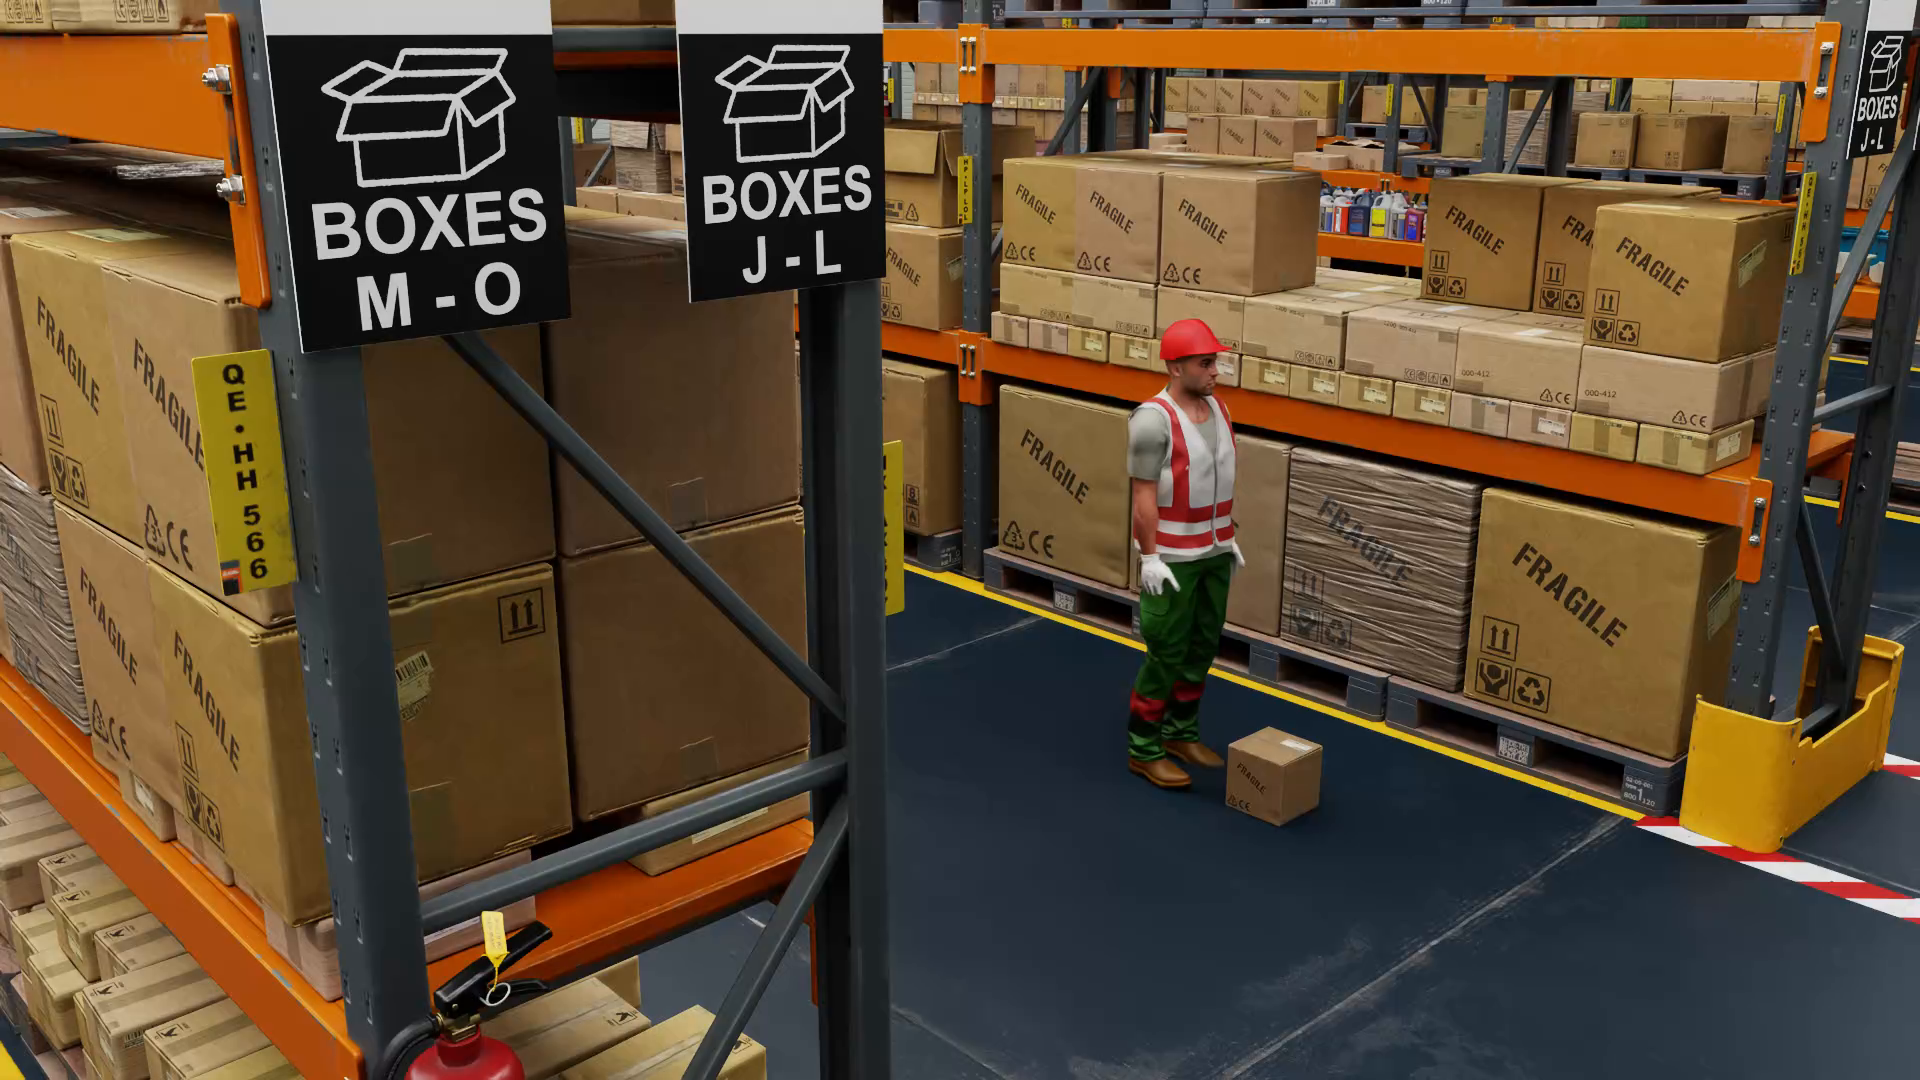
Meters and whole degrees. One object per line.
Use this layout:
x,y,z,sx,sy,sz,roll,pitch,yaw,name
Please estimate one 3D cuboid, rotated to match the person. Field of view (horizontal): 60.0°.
-0.539,-1.795,12.366,6.848,1.804,11.595,-15,23,-40,person
